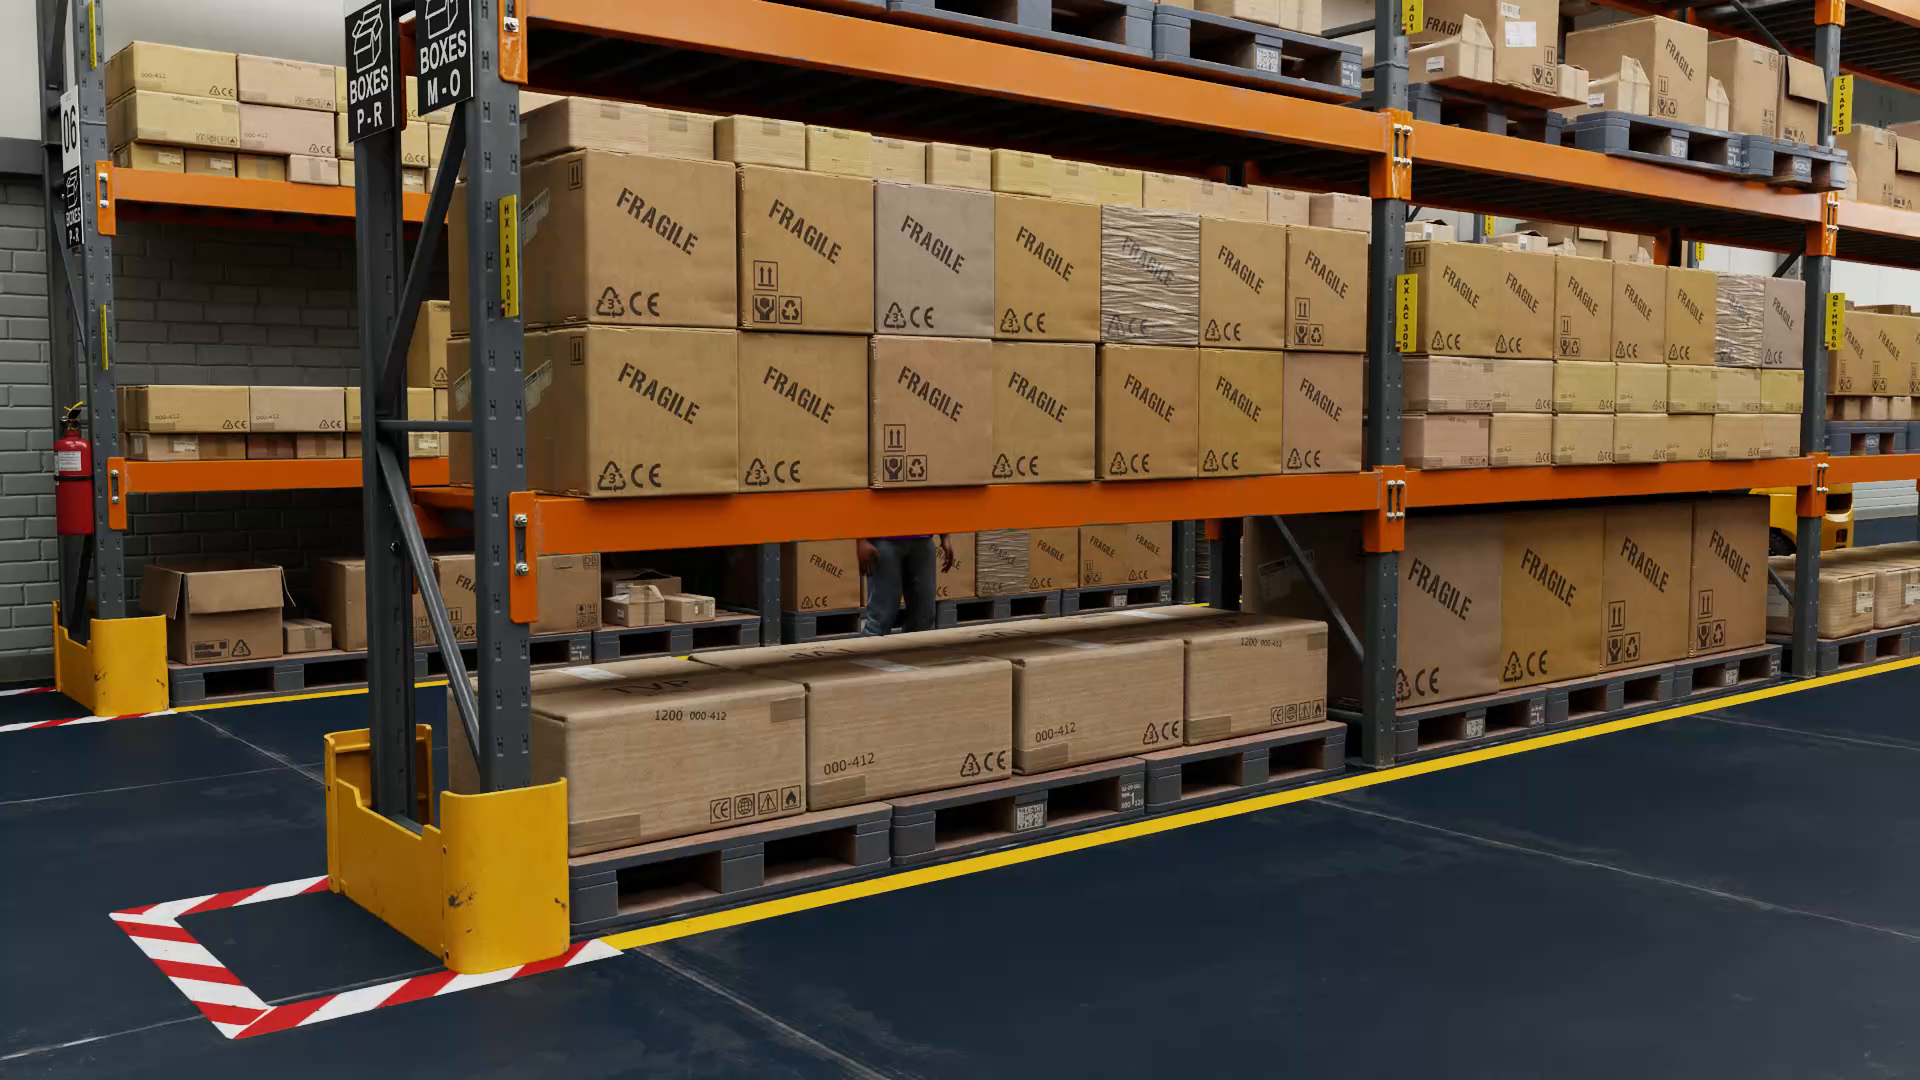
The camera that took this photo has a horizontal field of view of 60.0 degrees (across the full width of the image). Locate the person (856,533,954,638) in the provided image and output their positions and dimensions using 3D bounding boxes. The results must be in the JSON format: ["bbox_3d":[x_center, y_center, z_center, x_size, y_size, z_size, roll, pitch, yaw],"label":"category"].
[{"bbox_3d":[-0.297,0.012,8.711,0.638,1.761,0.459,-4,6,-41],"label":"person"}]
